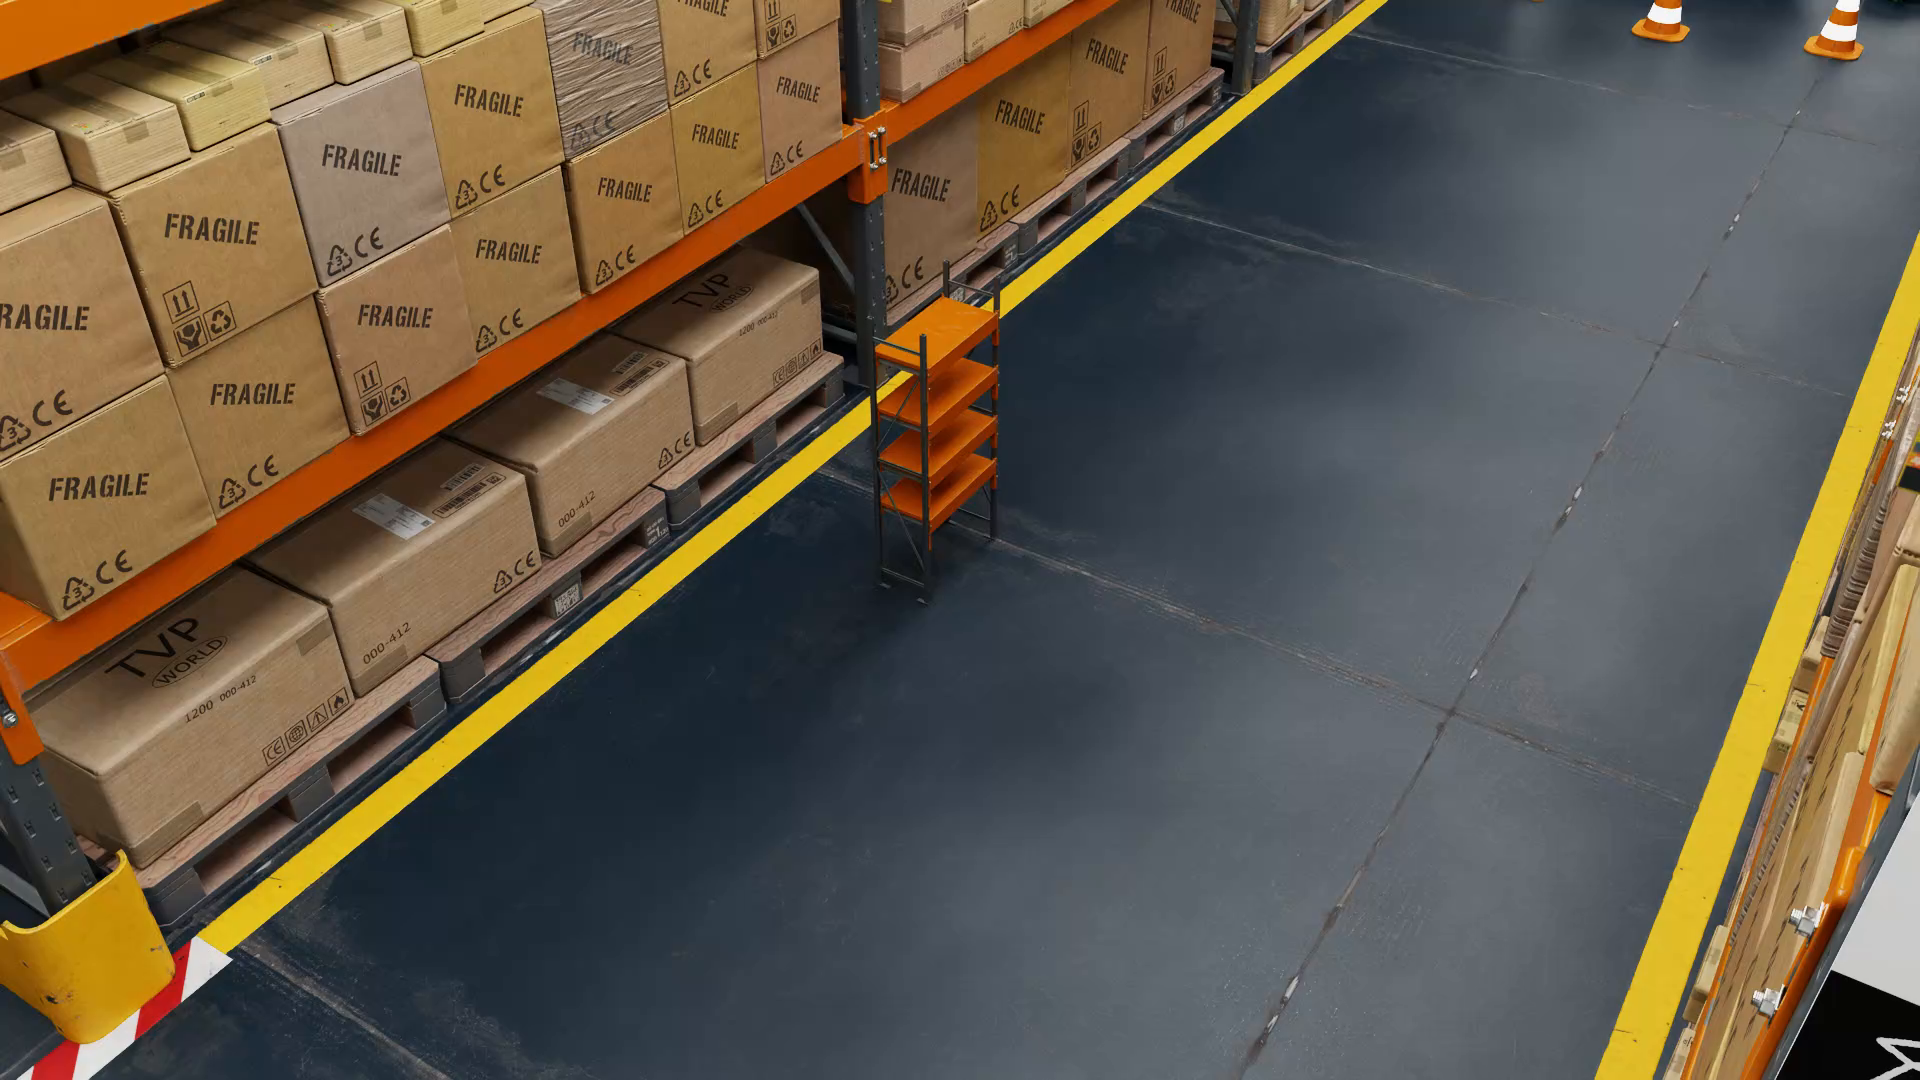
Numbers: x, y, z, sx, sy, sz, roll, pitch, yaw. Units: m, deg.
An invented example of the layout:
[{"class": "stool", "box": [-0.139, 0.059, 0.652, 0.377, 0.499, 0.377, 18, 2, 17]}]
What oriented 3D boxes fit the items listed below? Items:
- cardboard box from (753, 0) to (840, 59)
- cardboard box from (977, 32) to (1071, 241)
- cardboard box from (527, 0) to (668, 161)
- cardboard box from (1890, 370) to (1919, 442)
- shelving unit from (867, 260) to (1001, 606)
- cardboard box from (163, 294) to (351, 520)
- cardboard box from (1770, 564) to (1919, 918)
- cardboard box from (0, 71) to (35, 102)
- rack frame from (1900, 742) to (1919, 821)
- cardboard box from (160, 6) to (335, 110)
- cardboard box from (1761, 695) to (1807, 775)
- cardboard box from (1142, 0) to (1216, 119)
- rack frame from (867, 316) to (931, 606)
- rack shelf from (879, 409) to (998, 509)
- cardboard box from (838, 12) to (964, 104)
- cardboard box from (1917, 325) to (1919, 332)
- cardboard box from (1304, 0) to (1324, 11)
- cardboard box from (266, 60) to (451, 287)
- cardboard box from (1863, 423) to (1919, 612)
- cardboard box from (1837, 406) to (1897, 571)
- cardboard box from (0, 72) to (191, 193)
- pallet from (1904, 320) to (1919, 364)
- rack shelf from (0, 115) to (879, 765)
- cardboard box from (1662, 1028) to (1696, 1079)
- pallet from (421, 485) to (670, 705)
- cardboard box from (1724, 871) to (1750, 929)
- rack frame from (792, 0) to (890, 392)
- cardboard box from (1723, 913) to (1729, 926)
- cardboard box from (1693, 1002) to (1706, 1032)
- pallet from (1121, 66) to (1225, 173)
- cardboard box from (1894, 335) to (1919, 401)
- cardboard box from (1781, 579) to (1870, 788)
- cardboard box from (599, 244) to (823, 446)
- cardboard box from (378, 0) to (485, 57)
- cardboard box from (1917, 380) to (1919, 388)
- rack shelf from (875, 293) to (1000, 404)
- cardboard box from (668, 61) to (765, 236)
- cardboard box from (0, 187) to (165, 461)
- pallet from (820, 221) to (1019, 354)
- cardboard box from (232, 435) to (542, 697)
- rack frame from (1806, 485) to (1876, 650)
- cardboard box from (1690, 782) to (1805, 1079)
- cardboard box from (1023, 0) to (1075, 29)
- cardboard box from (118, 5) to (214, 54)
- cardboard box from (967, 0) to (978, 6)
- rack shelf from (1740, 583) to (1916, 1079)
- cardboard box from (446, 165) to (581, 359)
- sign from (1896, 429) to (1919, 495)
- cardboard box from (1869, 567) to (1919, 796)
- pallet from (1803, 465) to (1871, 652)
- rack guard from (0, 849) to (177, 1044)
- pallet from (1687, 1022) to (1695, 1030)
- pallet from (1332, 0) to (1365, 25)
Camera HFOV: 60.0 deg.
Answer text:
[{"class": "cardboard box", "box": [-0.802, -2.159, 6.193, 0.500, 0.500, 0.500, 21, 42, 25]}, {"class": "cardboard box", "box": [-0.040, -2.196, 8.538, 0.875, 0.875, 0.875, 22, 43, 26]}, {"class": "cardboard box", "box": [-1.345, -1.635, 5.513, 0.500, 0.500, 0.500, 22, 43, 26]}, {"class": "cardboard box", "box": [3.024, -0.352, 4.955, 0.380, 0.149, 0.250, 23, 43, 27]}, {"class": "shelving unit", "box": [-0.089, -0.390, 6.273, 0.258, 1.200, 0.503, 21, 42, 25]}, {"class": "cardboard box", "box": [-2.178, -0.458, 4.806, 0.500, 0.500, 0.500, 21, 42, 25]}, {"class": "cardboard box", "box": [1.615, 0.440, 2.578, 0.500, 0.500, 0.500, 20, 42, 24]}, {"class": "cardboard box", "box": [-2.719, -1.238, 4.466, 0.380, 0.149, 0.250, 21, 42, 25]}, {"class": "rack frame", "box": [1.309, -0.804, 0.422, 1.000, 3.000, 0.127, 21, 42, 25]}, {"class": "cardboard box", "box": [-1.963, -1.329, 4.585, 0.380, 0.149, 0.250, 22, 43, 26]}, {"class": "cardboard box", "box": [2.843, 0.692, 5.386, 0.380, 0.149, 0.250, 22, 43, 26]}, {"class": "cardboard box", "box": [0.921, -3.115, 9.731, 0.875, 0.875, 0.875, 21, 42, 25]}, {"class": "rack frame", "box": [-0.219, -0.264, 6.110, 0.240, 1.200, 0.015, 21, 42, 25]}, {"class": "rack shelf", "box": [-0.089, -0.337, 6.314, 0.258, 0.148, 0.480, 21, 42, 25]}, {"class": "cardboard box", "box": [-0.323, -2.138, 7.190, 0.500, 0.250, 0.500, 20, 42, 24]}, {"class": "cardboard box", "box": [4.734, -1.187, 7.536, 0.500, 0.500, 0.500, 22, 43, 26]}, {"class": "cardboard box", "box": [2.061, -3.916, 11.181, 0.950, 0.372, 0.625, 20, 42, 24]}, {"class": "cardboard box", "box": [-1.887, -1.122, 4.847, 0.500, 0.500, 0.500, 21, 42, 25]}, {"class": "cardboard box", "box": [2.167, -0.105, 3.285, 0.500, 0.500, 0.500, 20, 42, 24]}, {"class": "cardboard box", "box": [3.636, -0.131, 6.166, 0.500, 0.500, 0.500, 20, 42, 24]}, {"class": "cardboard box", "box": [-2.185, -1.035, 4.204, 0.380, 0.149, 0.250, 23, 43, 26]}, {"class": "pallet", "box": [5.175, -1.046, 7.933, 1.003, 0.211, 1.213, 21, 42, 25]}, {"class": "rack shelf", "box": [-1.854, -0.741, 5.844, 1.077, 0.370, 4.000, 21, 42, 25]}, {"class": "cardboard box", "box": [1.882, 1.388, 3.997, 0.380, 0.149, 0.250, 23, 43, 27]}, {"class": "pallet", "box": [-1.908, 0.045, 6.519, 1.003, 0.211, 1.213, 21, 42, 25]}, {"class": "cardboard box", "box": [2.324, 1.116, 4.593, 0.380, 0.149, 0.250, 21, 42, 25]}, {"class": "rack frame", "box": [-0.782, -2.057, 6.962, 1.000, 3.000, 0.127, 21, 42, 25]}, {"class": "cardboard box", "box": [2.324, 1.237, 4.679, 0.380, 0.149, 0.250, 20, 42, 24]}, {"class": "cardboard box", "box": [2.047, 1.386, 4.243, 0.380, 0.149, 0.250, 23, 43, 27]}, {"class": "pallet", "box": [0.875, -2.633, 9.993, 1.003, 0.211, 1.213, 21, 42, 25]}, {"class": "cardboard box", "box": [4.189, -0.658, 6.850, 0.500, 0.500, 0.500, 20, 42, 24]}, {"class": "cardboard box", "box": [2.152, 0.317, 3.557, 0.500, 0.500, 0.500, 23, 43, 27]}, {"class": "cardboard box", "box": [-1.209, -0.920, 7.242, 0.875, 0.438, 0.875, 21, 42, 24]}, {"class": "cardboard box", "box": [-1.635, -1.566, 4.892, 0.380, 0.149, 0.250, 20, 42, 24]}, {"class": "cardboard box", "box": [2.974, -0.475, 4.583, 0.500, 0.500, 0.500, 20, 42, 24]}, {"class": "rack shelf", "box": [-0.089, -0.701, 6.033, 0.258, 0.148, 0.480, 21, 42, 25]}, {"class": "cardboard box", "box": [-1.086, -1.507, 6.166, 0.500, 0.500, 0.500, 20, 42, 24]}, {"class": "cardboard box", "box": [-2.427, -0.585, 4.151, 0.500, 0.500, 0.500, 20, 42, 24]}, {"class": "pallet", "box": [-0.432, -1.375, 8.361, 1.003, 0.211, 1.213, 21, 42, 25]}, {"class": "cardboard box", "box": [-2.173, 0.006, 6.040, 0.875, 0.438, 0.875, 22, 43, 26]}, {"class": "rack frame", "box": [3.452, -0.490, 4.929, 1.000, 3.000, 0.127, 21, 42, 25]}, {"class": "cardboard box", "box": [1.612, 0.835, 2.885, 0.500, 0.500, 0.500, 20, 42, 24]}, {"class": "cardboard box", "box": [0.241, -2.665, 7.873, 0.500, 0.250, 0.500, 21, 42, 25]}, {"class": "cardboard box", "box": [-2.349, -1.466, 4.762, 0.380, 0.149, 0.250, 21, 42, 25]}, {"class": "cardboard box", "box": [-0.053, -2.608, 7.390, 0.500, 0.250, 0.500, 22, 43, 26]}, {"class": "rack shelf", "box": [2.380, -0.362, 2.895, 1.077, 0.370, 4.000, 21, 42, 25]}, {"class": "cardboard box", "box": [-1.636, -0.978, 5.480, 0.500, 0.500, 0.500, 23, 43, 27]}, {"class": "sign", "box": [0.851, -0.159, 1.317, 0.100, 0.325, 0.005, 21, 42, 25]}, {"class": "cardboard box", "box": [1.329, 0.122, 1.801, 0.500, 0.250, 0.500, 20, 42, 24]}, {"class": "pallet", "box": [3.868, 0.212, 6.302, 1.003, 0.211, 1.213, 21, 42, 25]}, {"class": "rack guard", "box": [-2.938, 1.007, 5.034, 1.175, 0.500, 0.348, 21, 42, 25]}, {"class": "pallet", "box": [2.469, 1.603, 4.497, 1.003, 0.211, 1.213, 21, 42, 25]}, {"class": "pallet", "box": [2.435, -4.044, 11.823, 1.003, 0.211, 1.213, 21, 42, 25]}]
